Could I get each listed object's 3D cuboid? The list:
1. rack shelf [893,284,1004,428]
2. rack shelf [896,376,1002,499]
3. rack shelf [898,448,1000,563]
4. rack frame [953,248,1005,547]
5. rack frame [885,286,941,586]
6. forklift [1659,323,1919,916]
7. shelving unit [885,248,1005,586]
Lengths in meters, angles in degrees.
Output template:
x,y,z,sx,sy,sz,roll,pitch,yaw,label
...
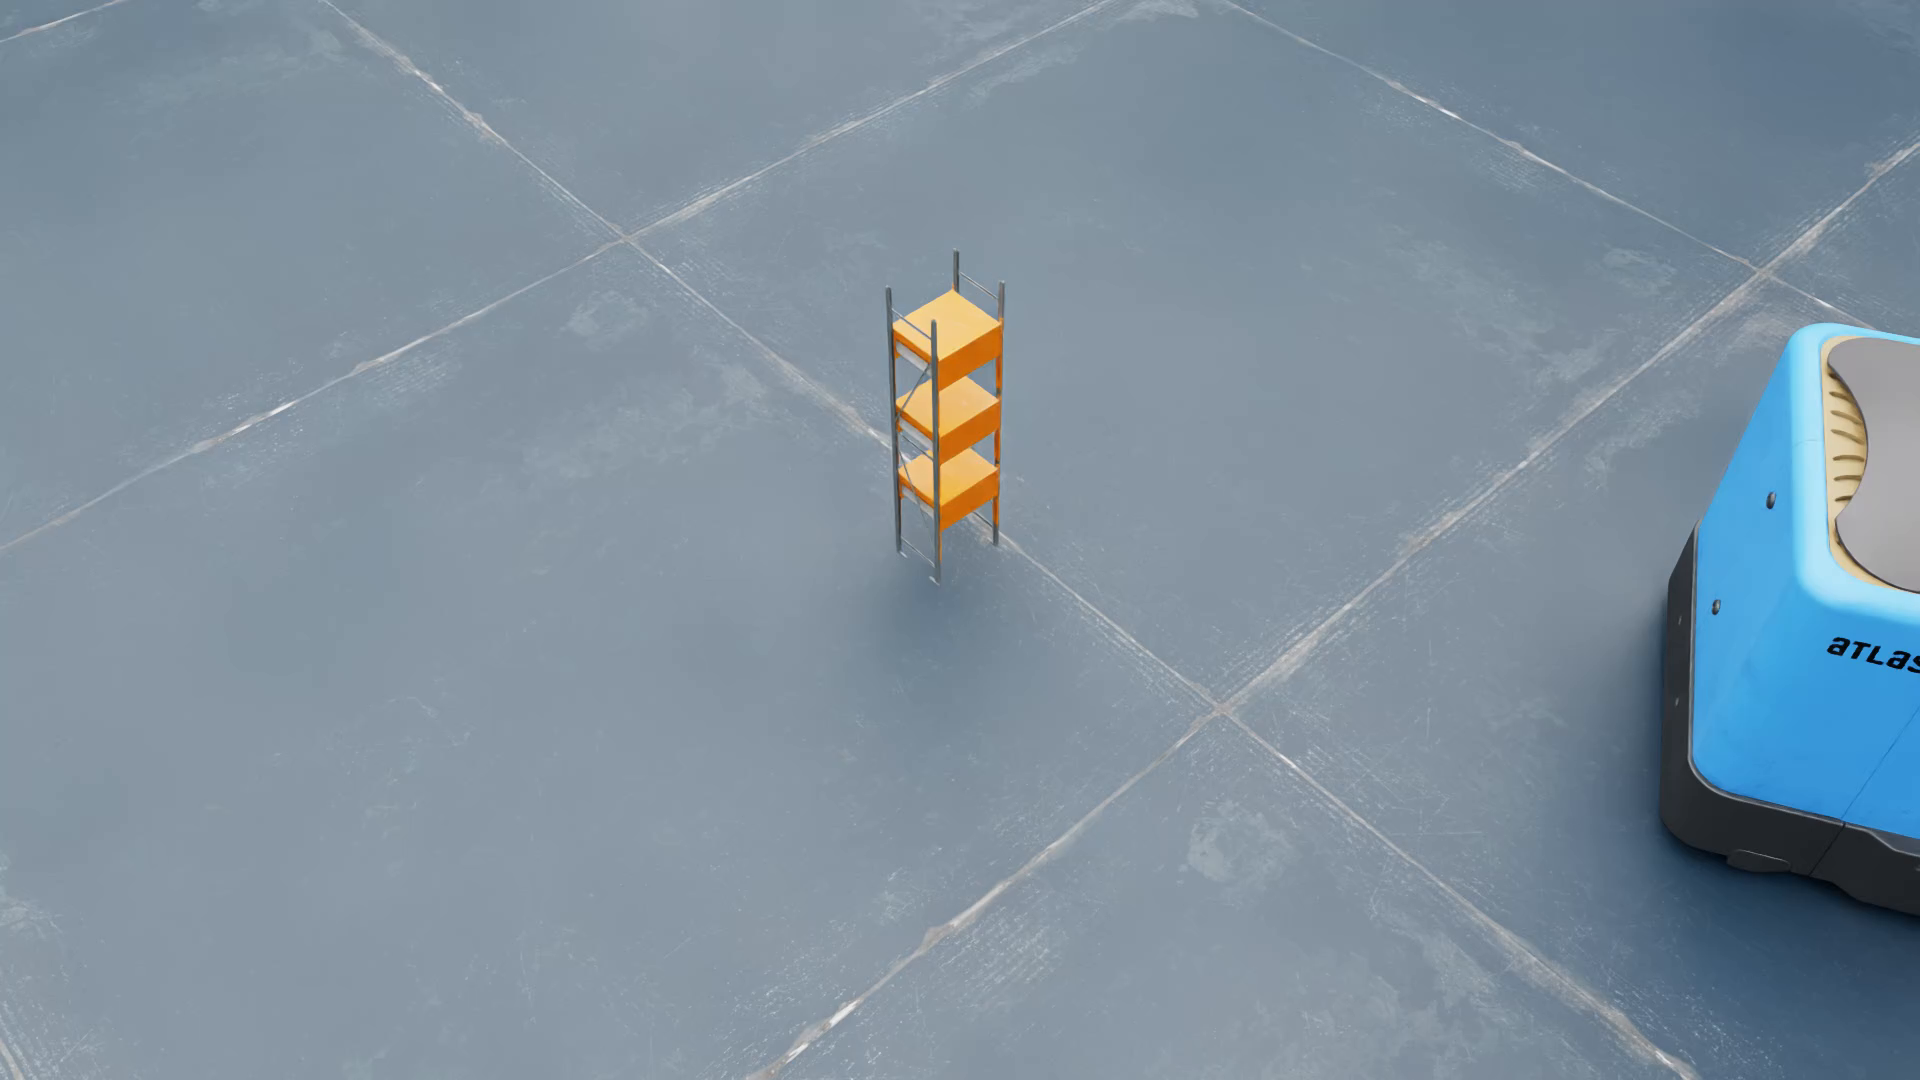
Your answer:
x,y,z,sx,sy,sz,roll,pitch,yaw,label
-0.040,-0.515,4.639,0.240,0.259,0.215,-34,56,-27,rack shelf
-0.040,-0.322,4.848,0.240,0.259,0.215,-34,56,-27,rack shelf
-0.040,-0.134,5.052,0.240,0.259,0.215,-34,56,-27,rack shelf
0.051,-0.390,4.895,0.008,1.050,0.200,-34,56,-27,rack frame
-0.130,-0.269,4.784,0.008,1.050,0.200,-34,56,-27,rack frame
3.457,-0.180,3.421,3.031,2.935,1.130,13,49,12,forklift
-0.040,-0.330,4.840,0.252,1.050,0.215,-34,56,-27,shelving unit
